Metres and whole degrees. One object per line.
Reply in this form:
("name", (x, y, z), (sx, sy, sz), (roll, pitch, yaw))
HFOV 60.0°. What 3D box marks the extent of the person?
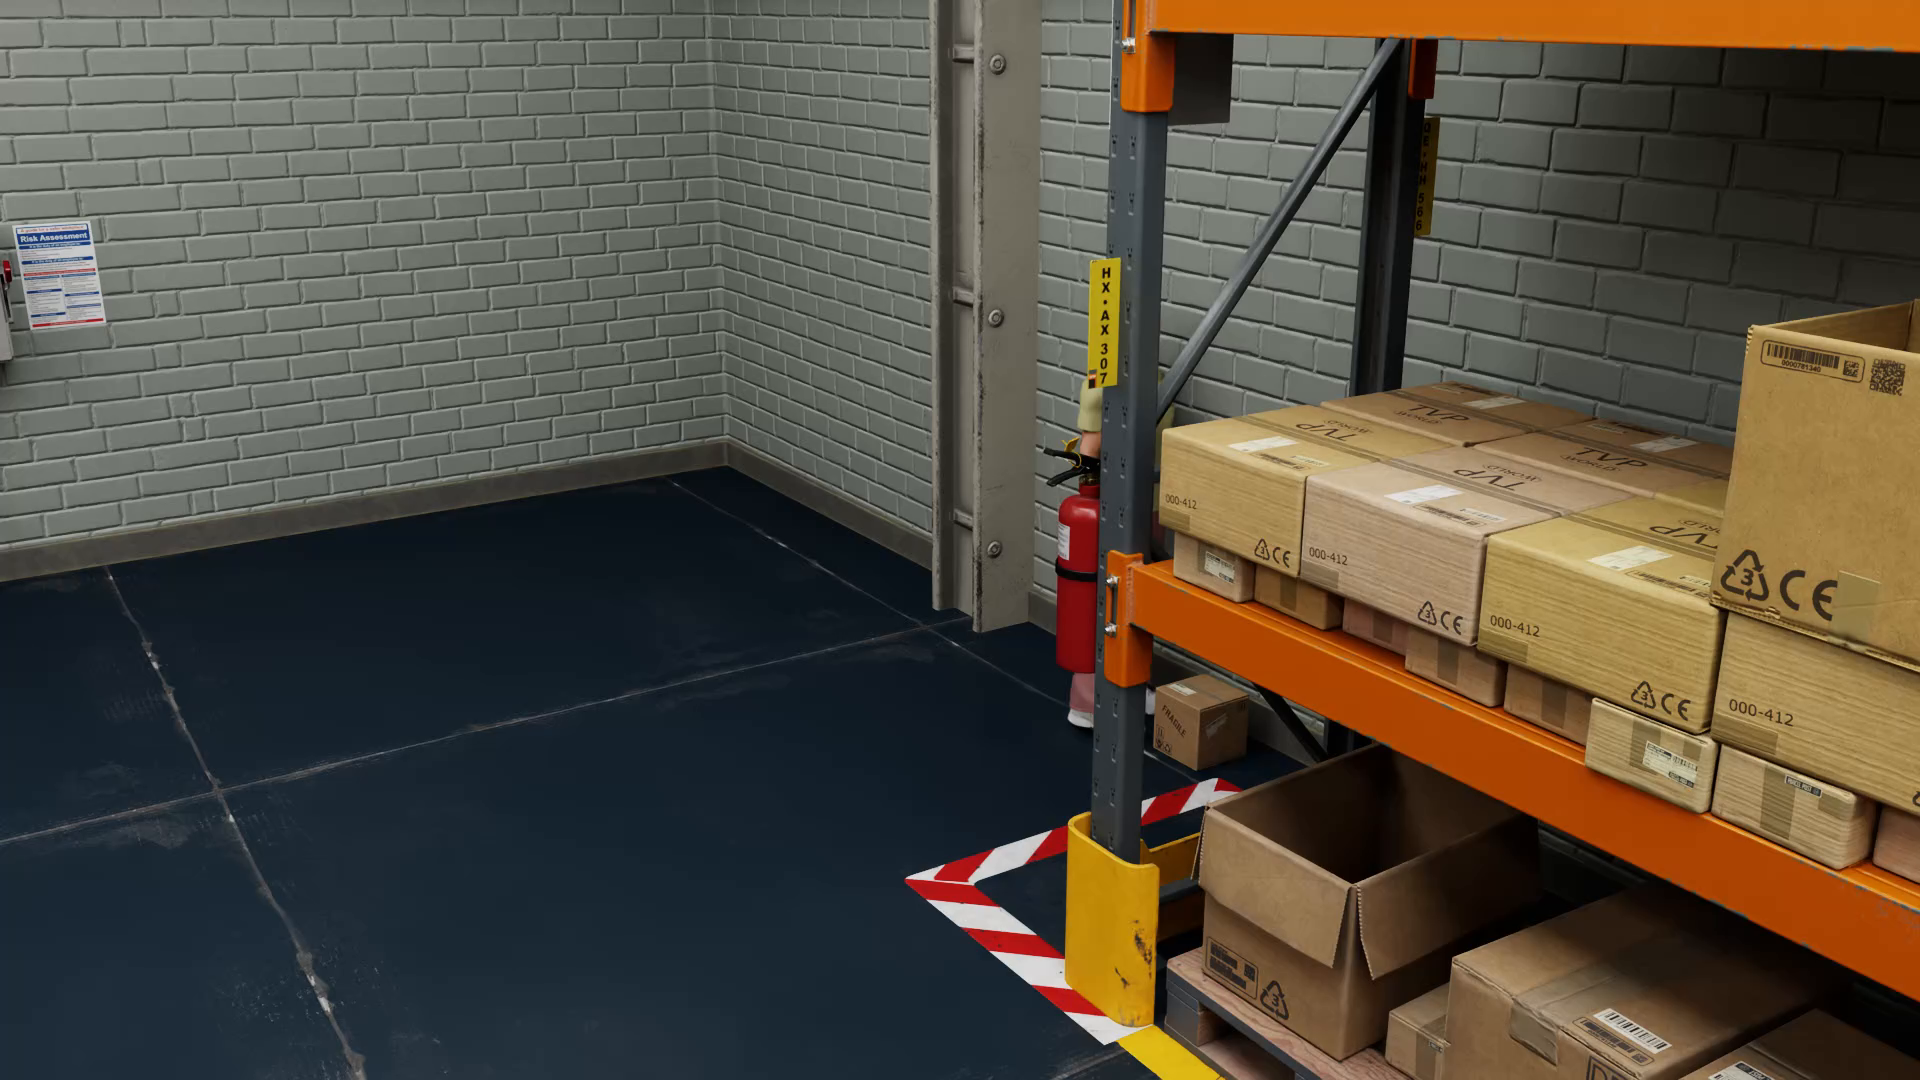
("person", (0.645, -0.106, 6.371), (0.533, 1.676, 0.424), (-16, 24, -39))
